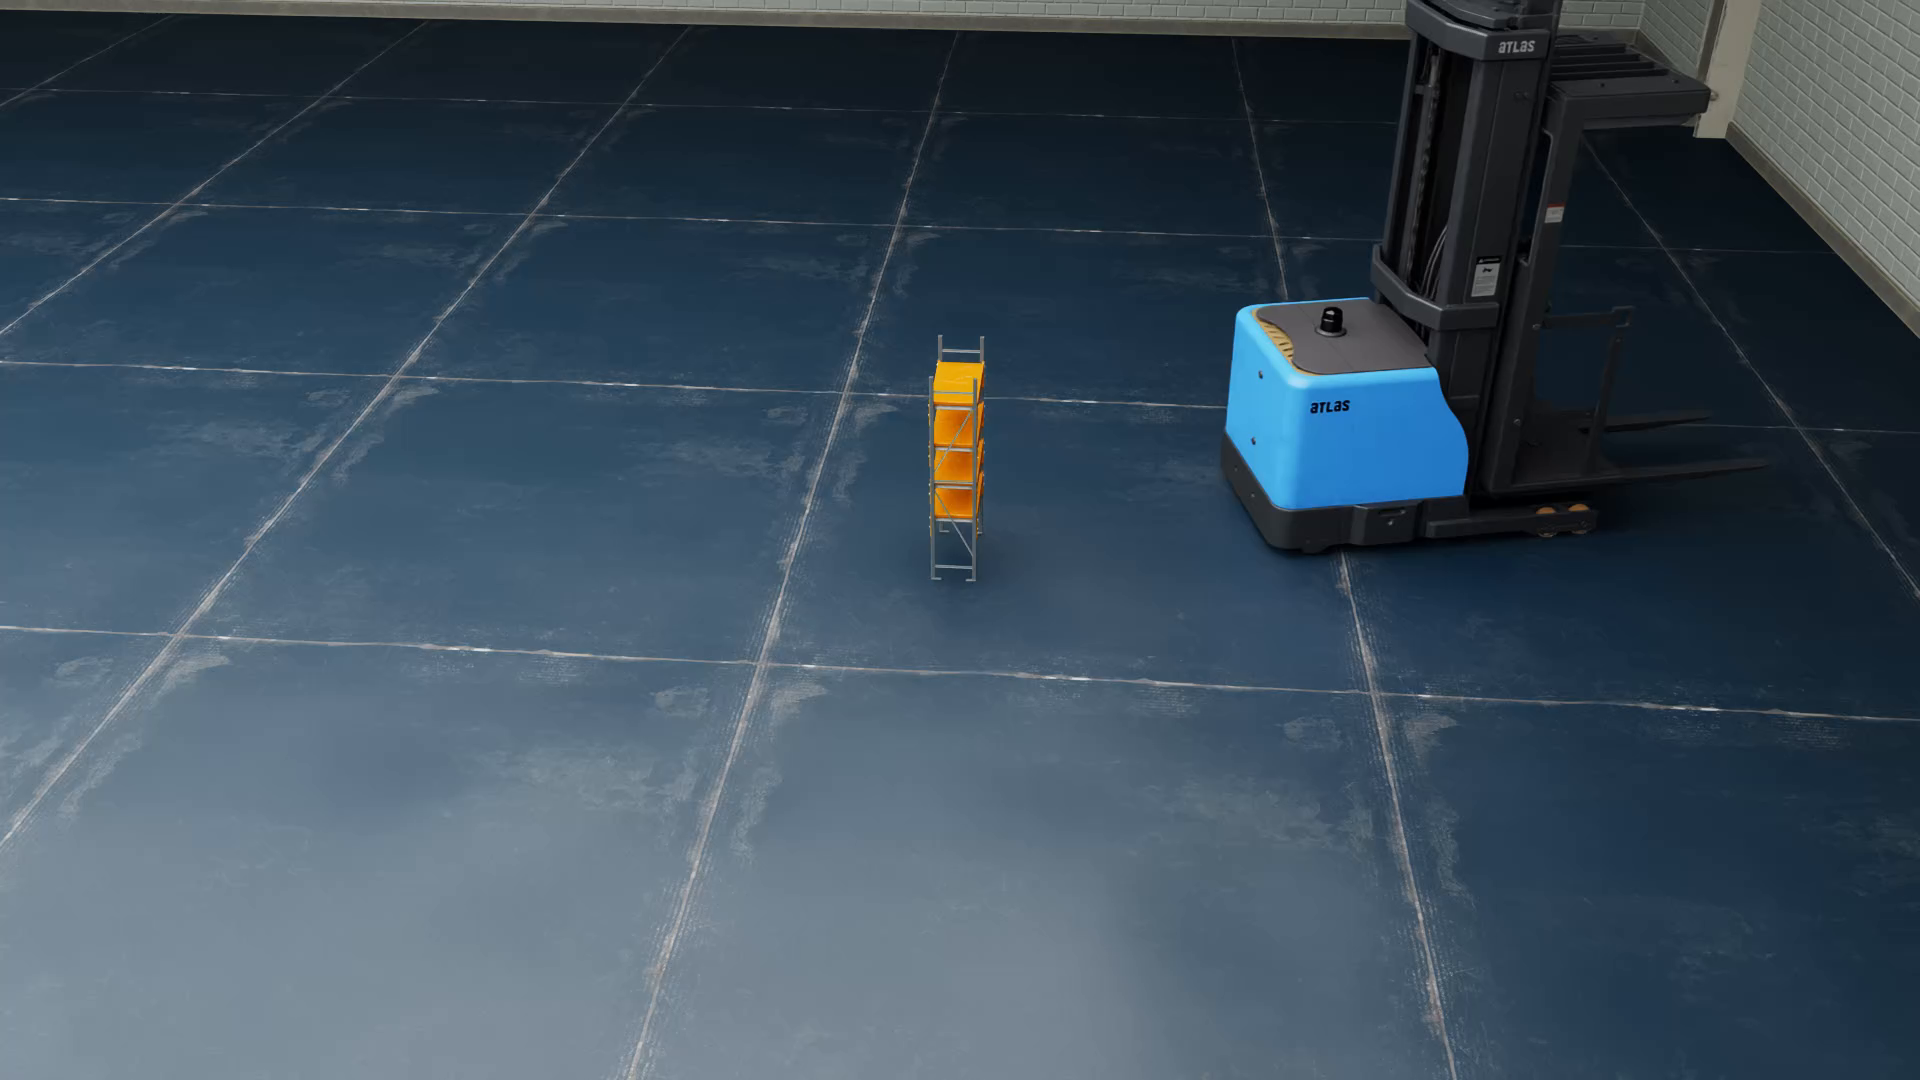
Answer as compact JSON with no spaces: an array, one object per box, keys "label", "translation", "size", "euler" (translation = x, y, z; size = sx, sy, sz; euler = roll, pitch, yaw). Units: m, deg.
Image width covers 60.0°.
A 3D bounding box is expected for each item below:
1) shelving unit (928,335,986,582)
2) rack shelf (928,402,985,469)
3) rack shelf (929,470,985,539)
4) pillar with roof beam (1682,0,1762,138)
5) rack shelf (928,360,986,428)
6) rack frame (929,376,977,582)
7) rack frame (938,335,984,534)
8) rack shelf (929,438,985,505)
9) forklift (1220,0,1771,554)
[{"label":"shelving unit","translation":[-0.013,-0.424,8.795],"size":[0.258,1.200,0.503],"euler":[2,32,4]},{"label":"rack shelf","translation":[-0.013,-0.557,8.713],"size":[0.258,0.148,0.480],"euler":[2,32,4]},{"label":"rack shelf","translation":[-0.013,-0.198,8.934],"size":[0.258,0.148,0.480],"euler":[2,32,4]},{"label":"pillar with roof beam","translation":[2.607,-7.800,13.330],"size":[9.100,9.000,0.400],"euler":[2,32,4]},{"label":"rack shelf","translation":[-0.013,-0.759,8.589],"size":[0.258,0.148,0.480],"euler":[2,32,4]},{"label":"rack frame","translation":[-0.033,-0.297,8.588],"size":[0.240,1.200,0.015],"euler":[2,32,4]},{"label":"rack frame","translation":[0.006,-0.552,9.002],"size":[0.240,1.200,0.015],"euler":[2,32,4]},{"label":"rack shelf","translation":[-0.013,-0.367,8.830],"size":[0.258,0.148,0.480],"euler":[2,32,4]},{"label":"forklift","translation":[3.100,-1.532,8.942],"size":[3.031,2.935,1.130],"euler":[-5,32,-8]}]
